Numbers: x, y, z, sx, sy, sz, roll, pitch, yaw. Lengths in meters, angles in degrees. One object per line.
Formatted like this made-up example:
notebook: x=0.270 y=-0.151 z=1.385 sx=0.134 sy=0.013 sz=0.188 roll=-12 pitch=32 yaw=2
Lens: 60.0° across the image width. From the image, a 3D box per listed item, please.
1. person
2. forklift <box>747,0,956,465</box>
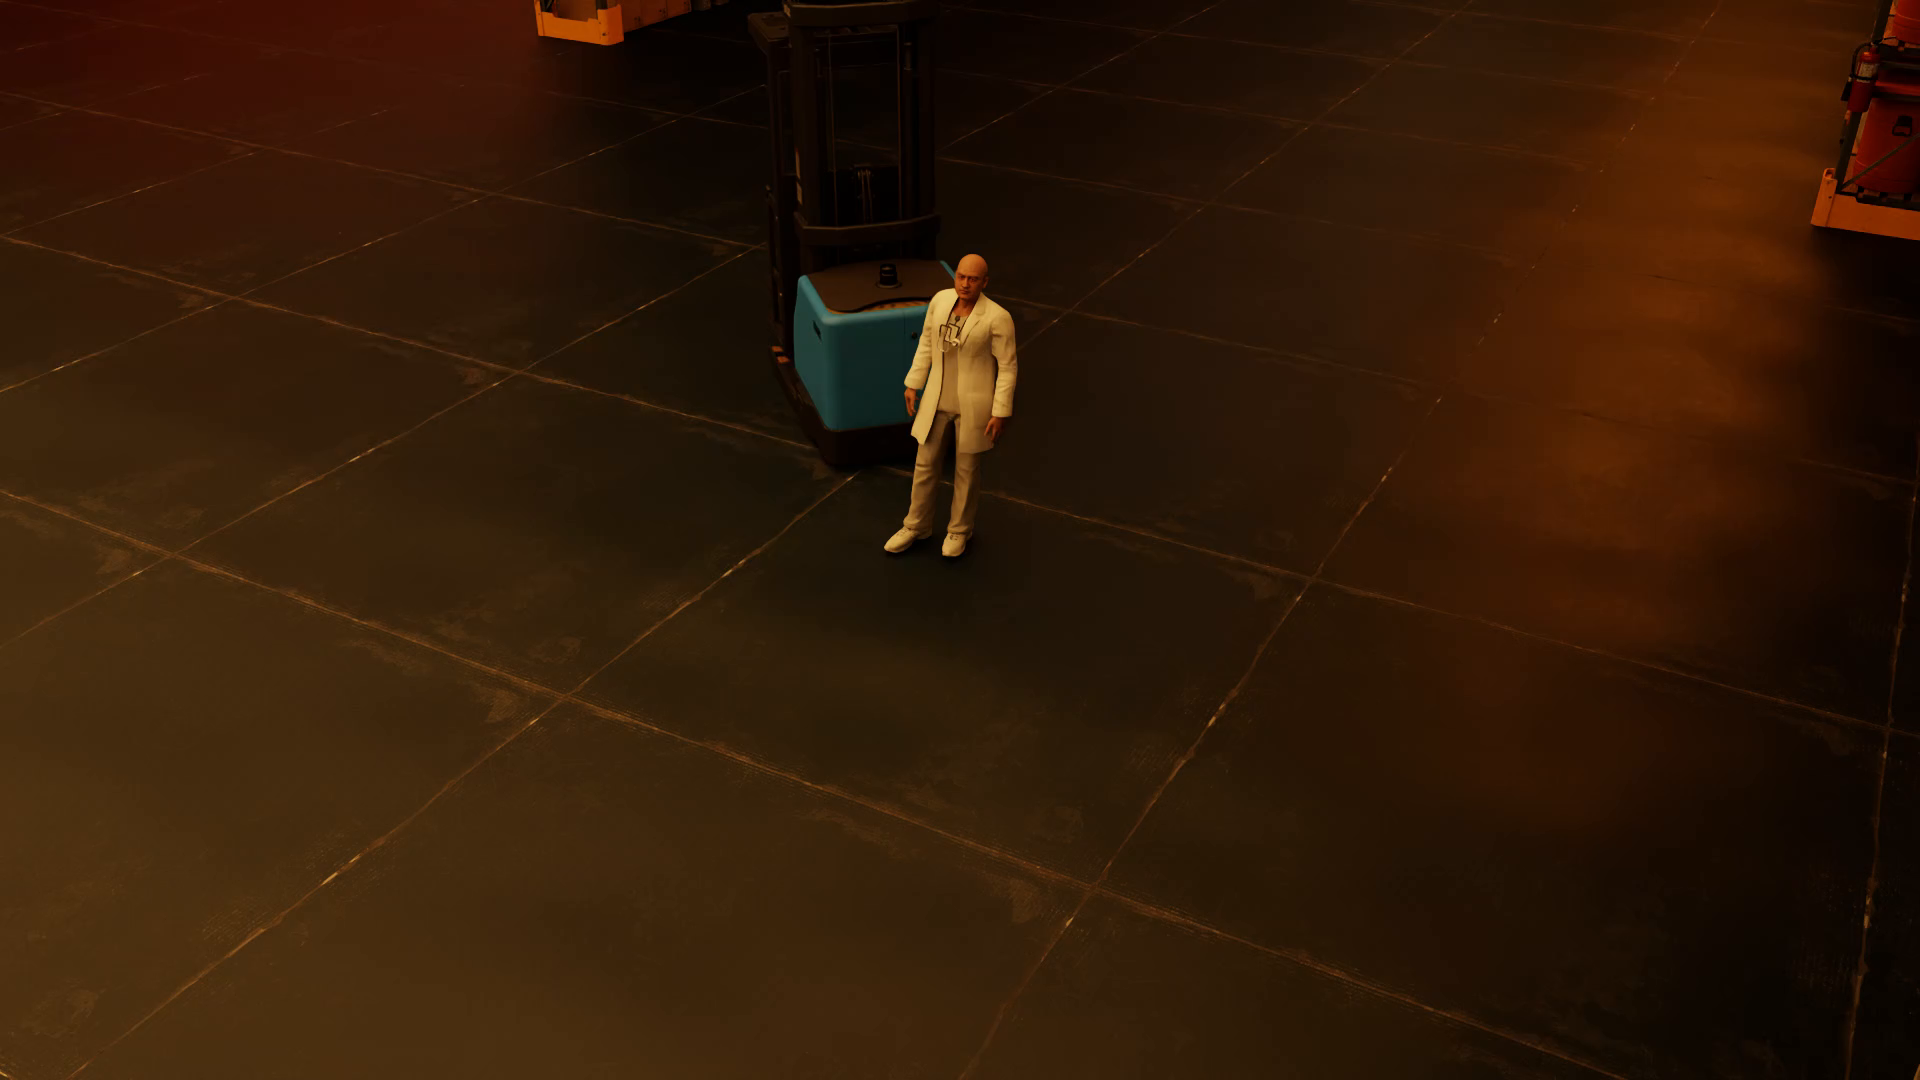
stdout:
person: x=-0.048 y=-0.737 z=9.489 sx=0.694 sy=1.775 sz=0.581 roll=15 pitch=33 yaw=25
forklift: x=-0.776 y=-2.479 z=11.366 sx=1.130 sy=2.935 sz=3.031 roll=-9 pitch=31 yaw=-14
